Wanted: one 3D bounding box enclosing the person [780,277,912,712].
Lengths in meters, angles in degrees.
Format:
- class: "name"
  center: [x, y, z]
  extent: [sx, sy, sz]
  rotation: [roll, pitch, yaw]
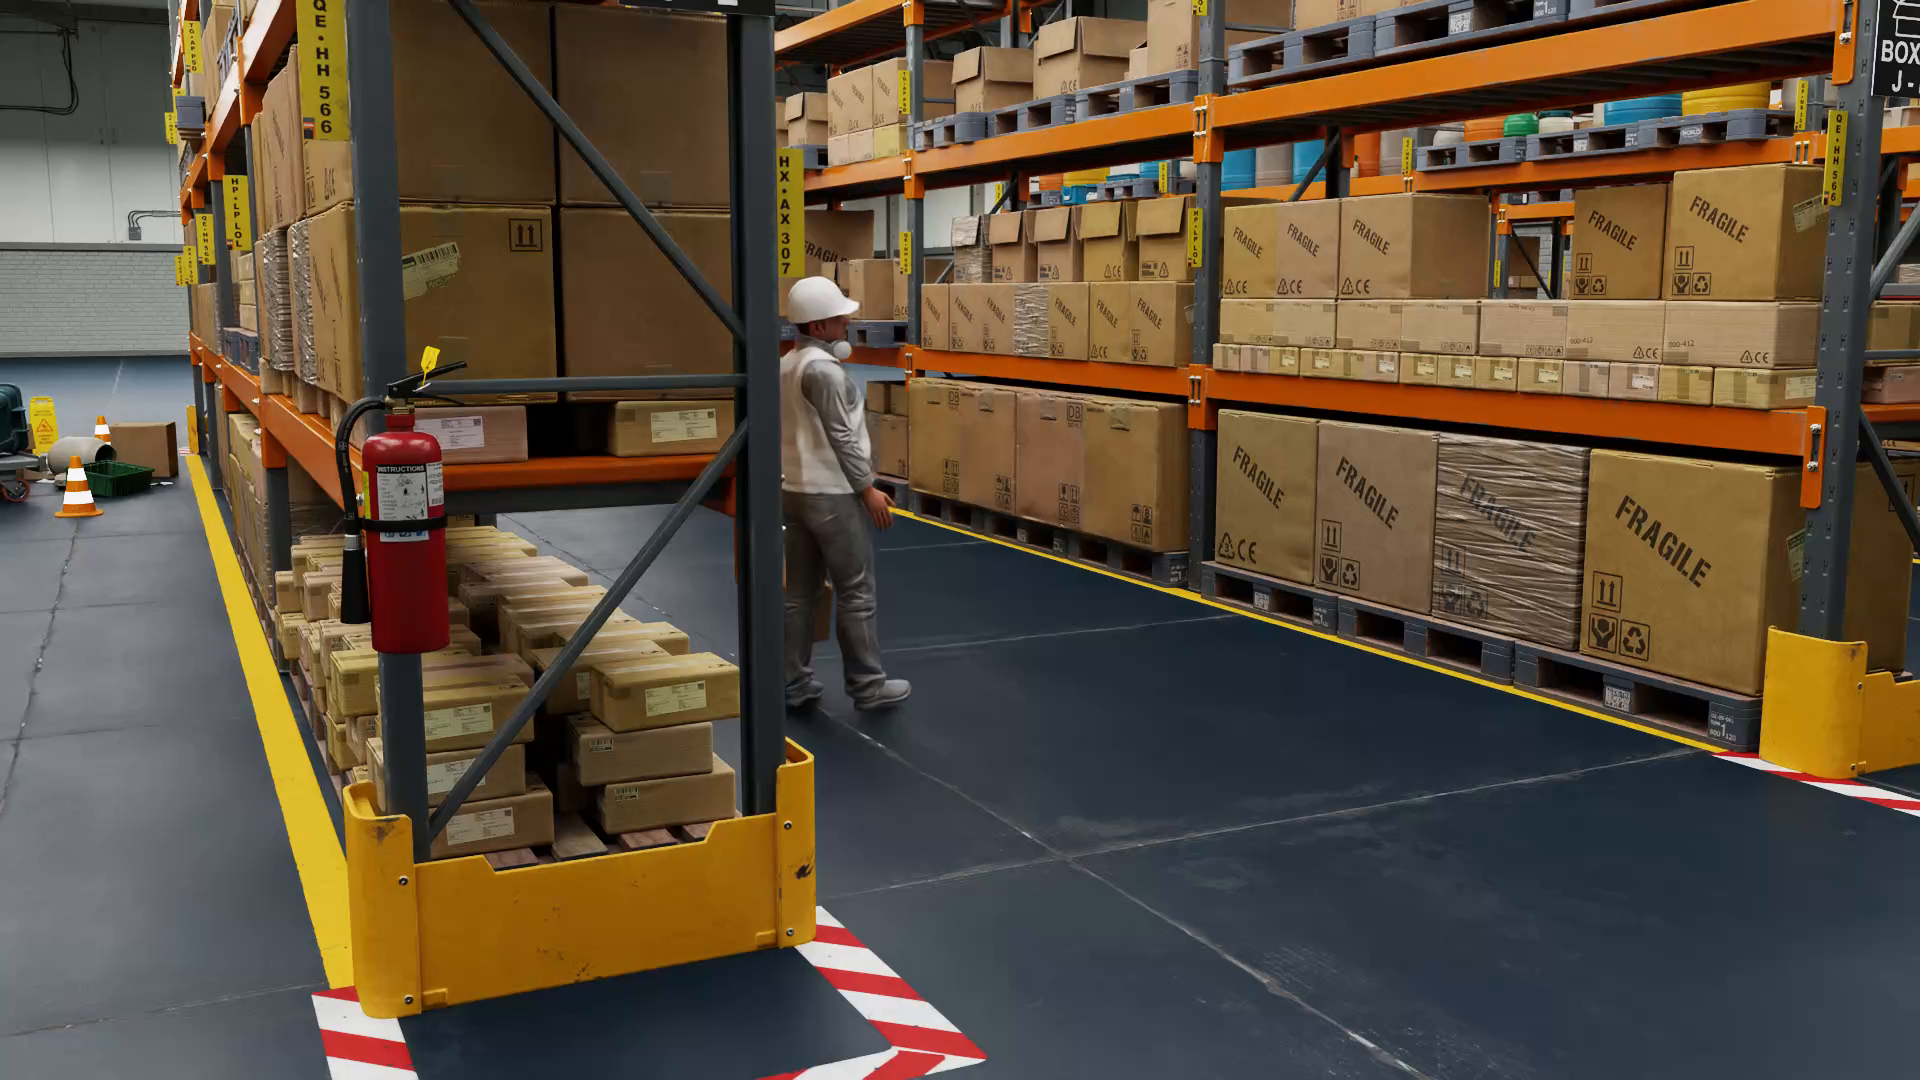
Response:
- class: "person"
  center: [-0.488, -0.187, 6.866]
  extent: [0.535, 1.776, 0.577]
  rotation: [-5, 10, -32]
